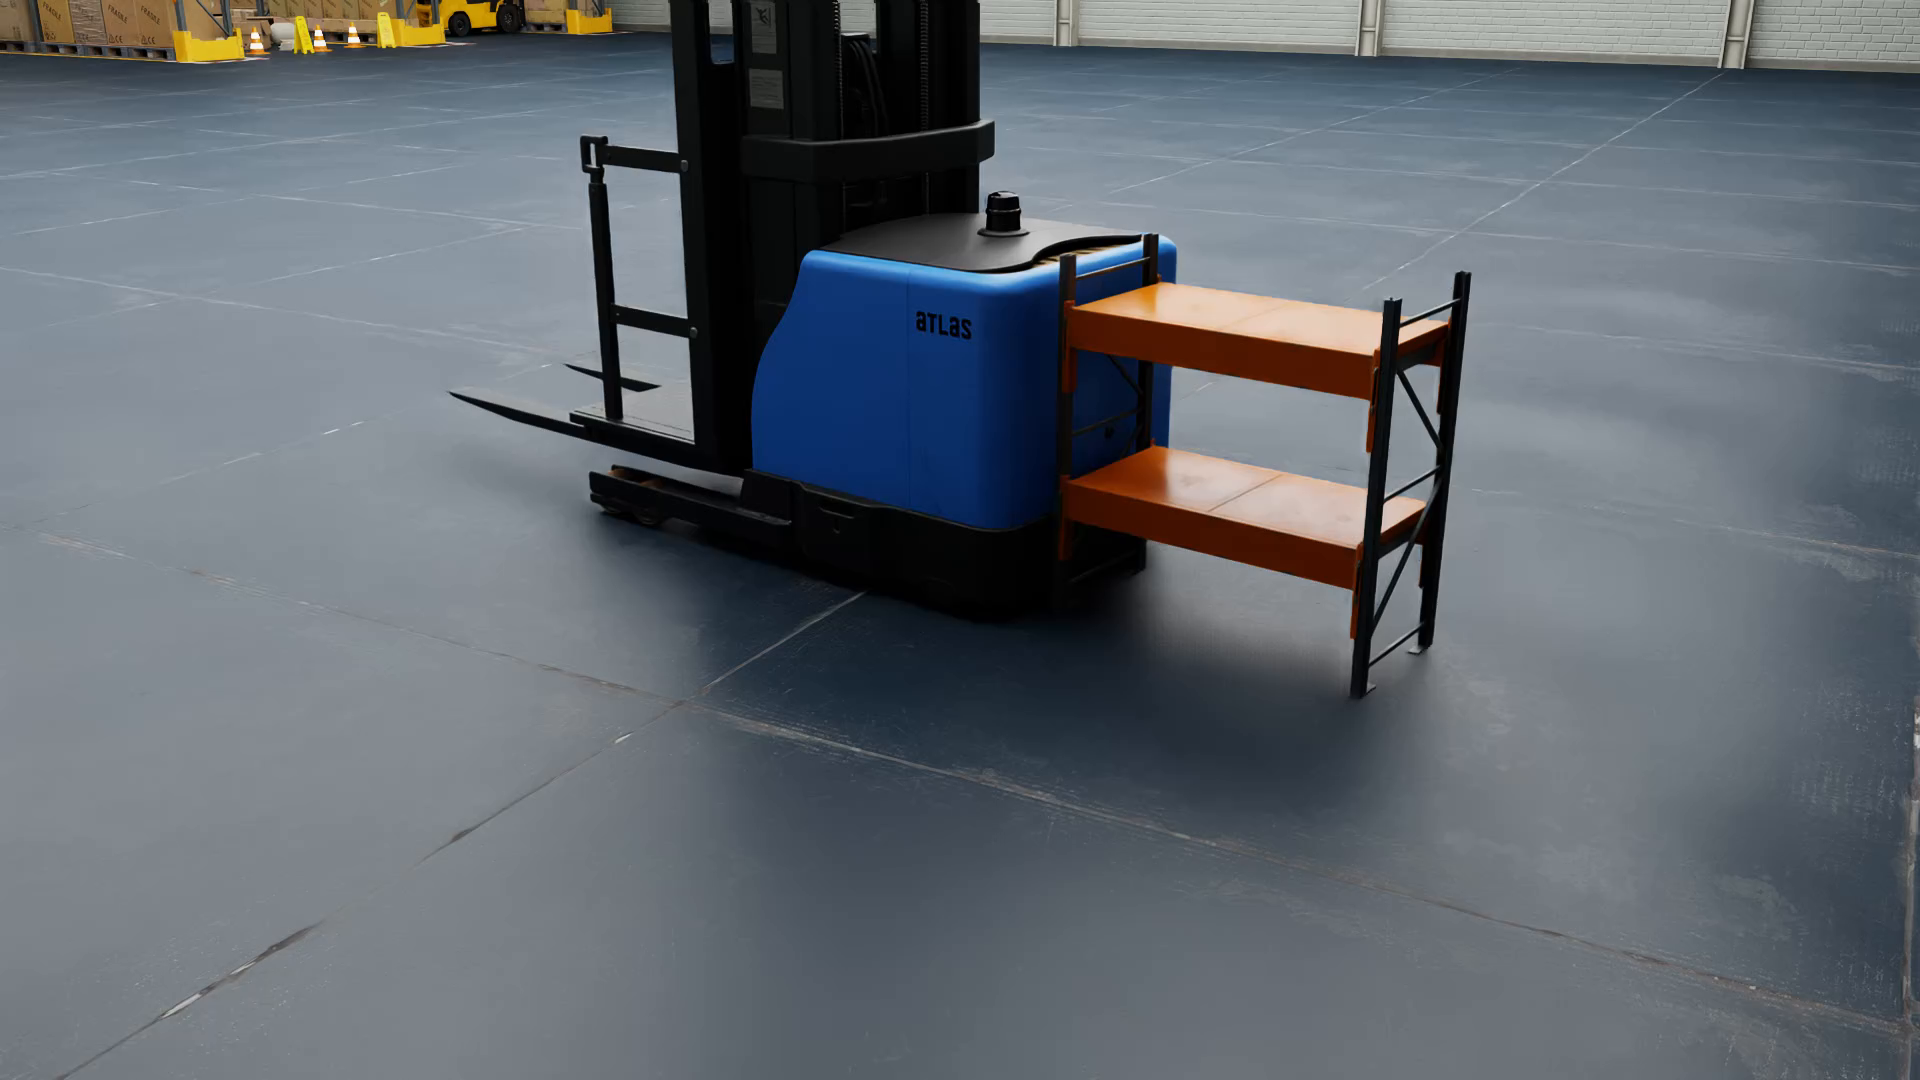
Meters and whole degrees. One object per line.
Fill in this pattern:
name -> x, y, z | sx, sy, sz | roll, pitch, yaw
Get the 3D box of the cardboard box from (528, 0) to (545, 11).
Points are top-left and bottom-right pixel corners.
cardboard box -> -9.248, -11.911, 36.985 | 0.500, 0.250, 0.500 | 11, 22, 27

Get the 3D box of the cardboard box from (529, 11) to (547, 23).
cardboard box -> -9.232, -11.671, 37.057 | 0.500, 0.250, 0.500 | 11, 23, 27

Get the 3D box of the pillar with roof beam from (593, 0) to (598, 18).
pillar with roof beam -> -10.506, -14.619, 32.971 | 0.400, 9.000, 9.100 | 11, 23, 27

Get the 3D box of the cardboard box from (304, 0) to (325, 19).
cardboard box -> -12.839, -10.790, 33.529 | 0.500, 0.500, 0.500 | 12, 23, 30

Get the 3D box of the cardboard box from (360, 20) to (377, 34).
cardboard box -> -11.513, -10.181, 32.951 | 0.500, 0.250, 0.500 | 11, 23, 27

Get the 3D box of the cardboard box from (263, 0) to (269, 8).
cardboard box -> -17.049, -13.309, 41.206 | 0.500, 0.500, 0.500 | 10, 22, 25

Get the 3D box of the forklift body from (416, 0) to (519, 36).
forklift body -> -10.783, -12.070, 35.985 | 1.214, 2.155, 2.313 | 11, 23, 27

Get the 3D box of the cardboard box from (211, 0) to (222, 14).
cardboard box -> -14.990, -10.529, 33.049 | 0.500, 0.500, 0.500 | 11, 23, 27

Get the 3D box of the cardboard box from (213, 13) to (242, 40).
cardboard box -> -14.244, -9.800, 31.945 | 0.503, 0.637, 0.797 | 11, 23, 27

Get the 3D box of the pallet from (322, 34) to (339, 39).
pallet -> -13.544, -10.471, 34.423 | 1.213, 0.211, 1.003 | 11, 23, 27

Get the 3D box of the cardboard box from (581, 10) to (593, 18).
cardboard box -> -8.572, -11.741, 37.251 | 0.500, 0.250, 0.500 | 11, 23, 28

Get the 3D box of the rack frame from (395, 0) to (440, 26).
rack frame -> -10.656, -11.218, 32.393 | 0.127, 3.000, 1.000 | 11, 23, 27

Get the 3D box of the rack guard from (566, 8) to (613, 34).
rack guard -> -8.217, -11.518, 36.883 | 0.348, 0.500, 1.175 | 11, 23, 27

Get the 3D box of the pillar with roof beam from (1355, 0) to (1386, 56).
pillar with roof beam -> 5.208, -11.626, 24.719 | 0.400, 9.000, 9.100 | 11, 23, 27

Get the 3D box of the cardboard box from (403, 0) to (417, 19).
cardboard box -> -11.246, -10.696, 33.269 | 0.500, 0.500, 0.500 | 10, 22, 26

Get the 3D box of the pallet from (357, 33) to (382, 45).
pallet -> -11.414, -10.066, 33.304 | 1.213, 0.211, 1.003 | 11, 23, 27

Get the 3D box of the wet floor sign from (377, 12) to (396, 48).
wet floor sign -> -11.012, -9.761, 31.829 | 0.267, 0.644, 0.232 | -16, 26, -38

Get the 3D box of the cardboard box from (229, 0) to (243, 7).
cardboard box -> -17.932, -13.481, 41.682 | 0.500, 0.500, 0.500 | 10, 22, 27

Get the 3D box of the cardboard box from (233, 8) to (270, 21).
cardboard box -> -14.607, -10.932, 34.841 | 0.625, 0.372, 0.950 | 11, 23, 28

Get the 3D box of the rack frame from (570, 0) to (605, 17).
rack frame -> -8.238, -12.697, 36.468 | 0.127, 3.000, 1.000 | 11, 23, 27

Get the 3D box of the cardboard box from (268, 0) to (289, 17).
cardboard box -> -13.764, -10.962, 34.004 | 0.500, 0.500, 0.500 | 12, 23, 30

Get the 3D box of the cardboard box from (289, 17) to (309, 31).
cardboard box -> -13.293, -10.524, 33.896 | 0.500, 0.250, 0.500 | 12, 23, 30

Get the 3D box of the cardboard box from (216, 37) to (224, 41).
cardboard box -> -14.075, -9.370, 31.307 | 0.258, 0.266, 0.396 | 16, 25, 36

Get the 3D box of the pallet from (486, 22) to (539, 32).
pallet -> -9.987, -11.704, 37.820 | 1.213, 0.211, 1.003 | 11, 23, 27

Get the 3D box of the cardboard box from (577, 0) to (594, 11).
cardboard box -> -8.547, -11.976, 37.166 | 0.500, 0.250, 0.500 | 11, 23, 28

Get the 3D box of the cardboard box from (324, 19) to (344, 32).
cardboard box -> -12.400, -10.351, 33.419 | 0.500, 0.250, 0.500 | 10, 22, 25

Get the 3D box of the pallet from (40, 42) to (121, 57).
pallet -> -15.848, -8.932, 30.180 | 1.213, 0.211, 1.003 | 11, 23, 27

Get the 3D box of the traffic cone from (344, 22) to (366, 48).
traffic cone -> -11.660, -9.713, 31.964 | 0.334, 0.463, 0.336 | 11, 23, 27

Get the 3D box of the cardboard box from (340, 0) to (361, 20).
cardboard box -> -11.939, -10.617, 33.052 | 0.500, 0.500, 0.500 | 12, 23, 29

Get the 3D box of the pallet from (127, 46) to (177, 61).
pallet -> -13.718, -8.527, 29.062 | 1.213, 0.211, 1.003 | 11, 23, 27

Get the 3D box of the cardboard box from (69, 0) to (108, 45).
cardboard box -> -15.170, -9.317, 29.652 | 0.875, 0.875, 0.875 | 11, 23, 28

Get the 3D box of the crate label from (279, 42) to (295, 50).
crate label -> -12.621, -9.285, 31.262 | 0.298, 0.136, 0.250 | 0, 20, -1

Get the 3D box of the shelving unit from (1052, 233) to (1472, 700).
shelving unit -> 0.856, -0.260, 4.932 | 1.048, 1.125, 0.538 | 15, 25, 36

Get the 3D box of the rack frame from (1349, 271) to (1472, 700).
rack frame -> 1.255, -0.152, 4.635 | 0.032, 1.125, 0.500 | 15, 25, 36

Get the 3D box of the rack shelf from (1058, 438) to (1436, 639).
rack shelf -> 0.856, -0.030, 5.015 | 1.000, 0.278, 0.538 | 15, 25, 36

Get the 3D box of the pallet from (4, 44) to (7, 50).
pallet -> -18.253, -9.391, 31.443 | 1.213, 0.211, 1.003 | 11, 23, 27

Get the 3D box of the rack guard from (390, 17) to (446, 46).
rack guard -> -10.722, -10.056, 32.854 | 0.348, 0.500, 1.175 | 11, 23, 27

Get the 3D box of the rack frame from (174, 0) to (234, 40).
rack frame -> -12.981, -9.728, 28.284 | 0.127, 3.000, 1.000 | 11, 23, 27

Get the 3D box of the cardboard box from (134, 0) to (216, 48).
cardboard box -> -13.606, -9.020, 28.831 | 0.875, 0.875, 0.875 | 11, 23, 28

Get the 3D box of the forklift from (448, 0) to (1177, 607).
forklift -> -0.737, -1.558, 5.861 | 3.031, 2.935, 1.130 | 15, 25, 36
